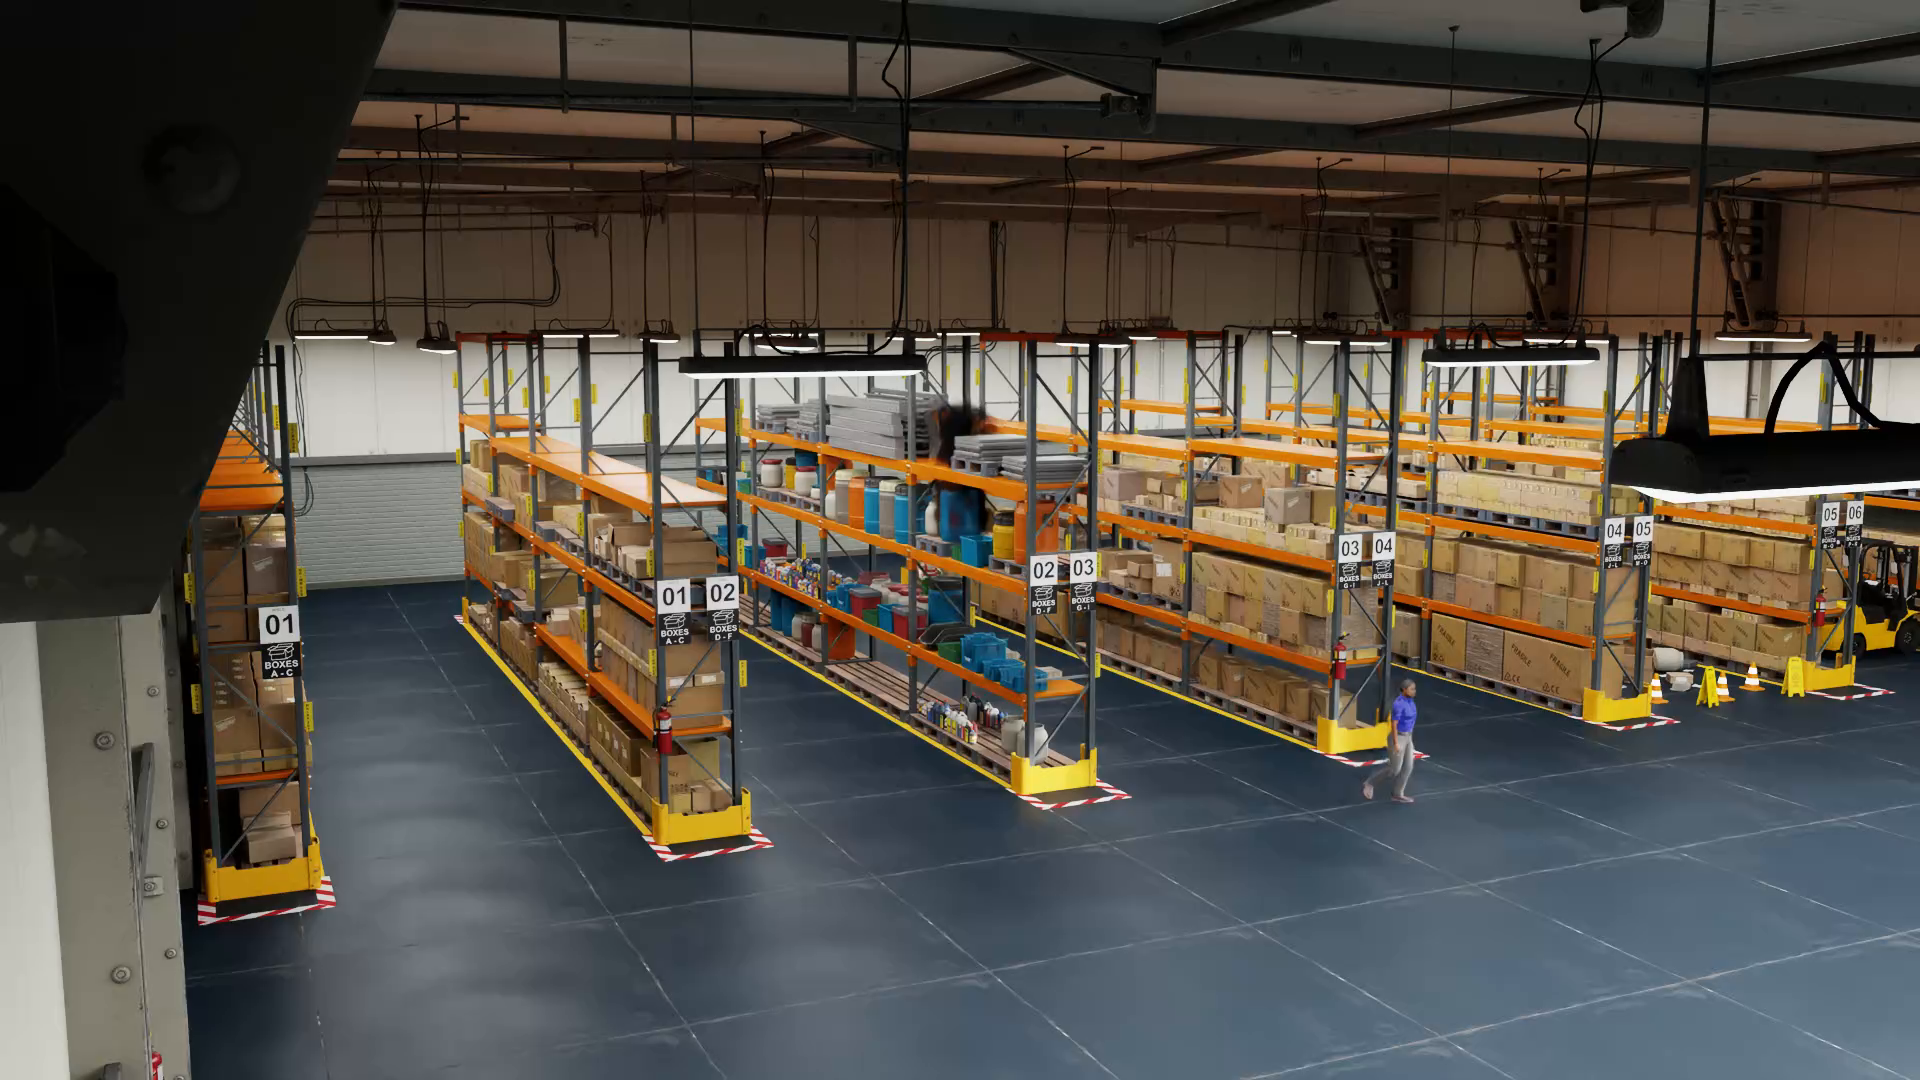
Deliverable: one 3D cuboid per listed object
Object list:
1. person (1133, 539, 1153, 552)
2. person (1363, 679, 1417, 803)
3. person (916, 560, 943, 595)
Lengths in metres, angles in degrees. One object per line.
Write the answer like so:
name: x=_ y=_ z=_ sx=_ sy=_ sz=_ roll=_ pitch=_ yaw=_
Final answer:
person: x=4.702 y=-0.306 z=43.194 sx=0.790 sy=1.638 sz=0.614 roll=-7 pitch=10 yaw=-40
person: x=5.604 y=2.609 z=21.639 sx=0.557 sy=1.633 sz=0.637 roll=7 pitch=10 yaw=41
person: x=-0.683 y=0.773 z=34.999 sx=0.677 sy=1.735 sz=0.676 roll=-5 pitch=9 yaw=-34
